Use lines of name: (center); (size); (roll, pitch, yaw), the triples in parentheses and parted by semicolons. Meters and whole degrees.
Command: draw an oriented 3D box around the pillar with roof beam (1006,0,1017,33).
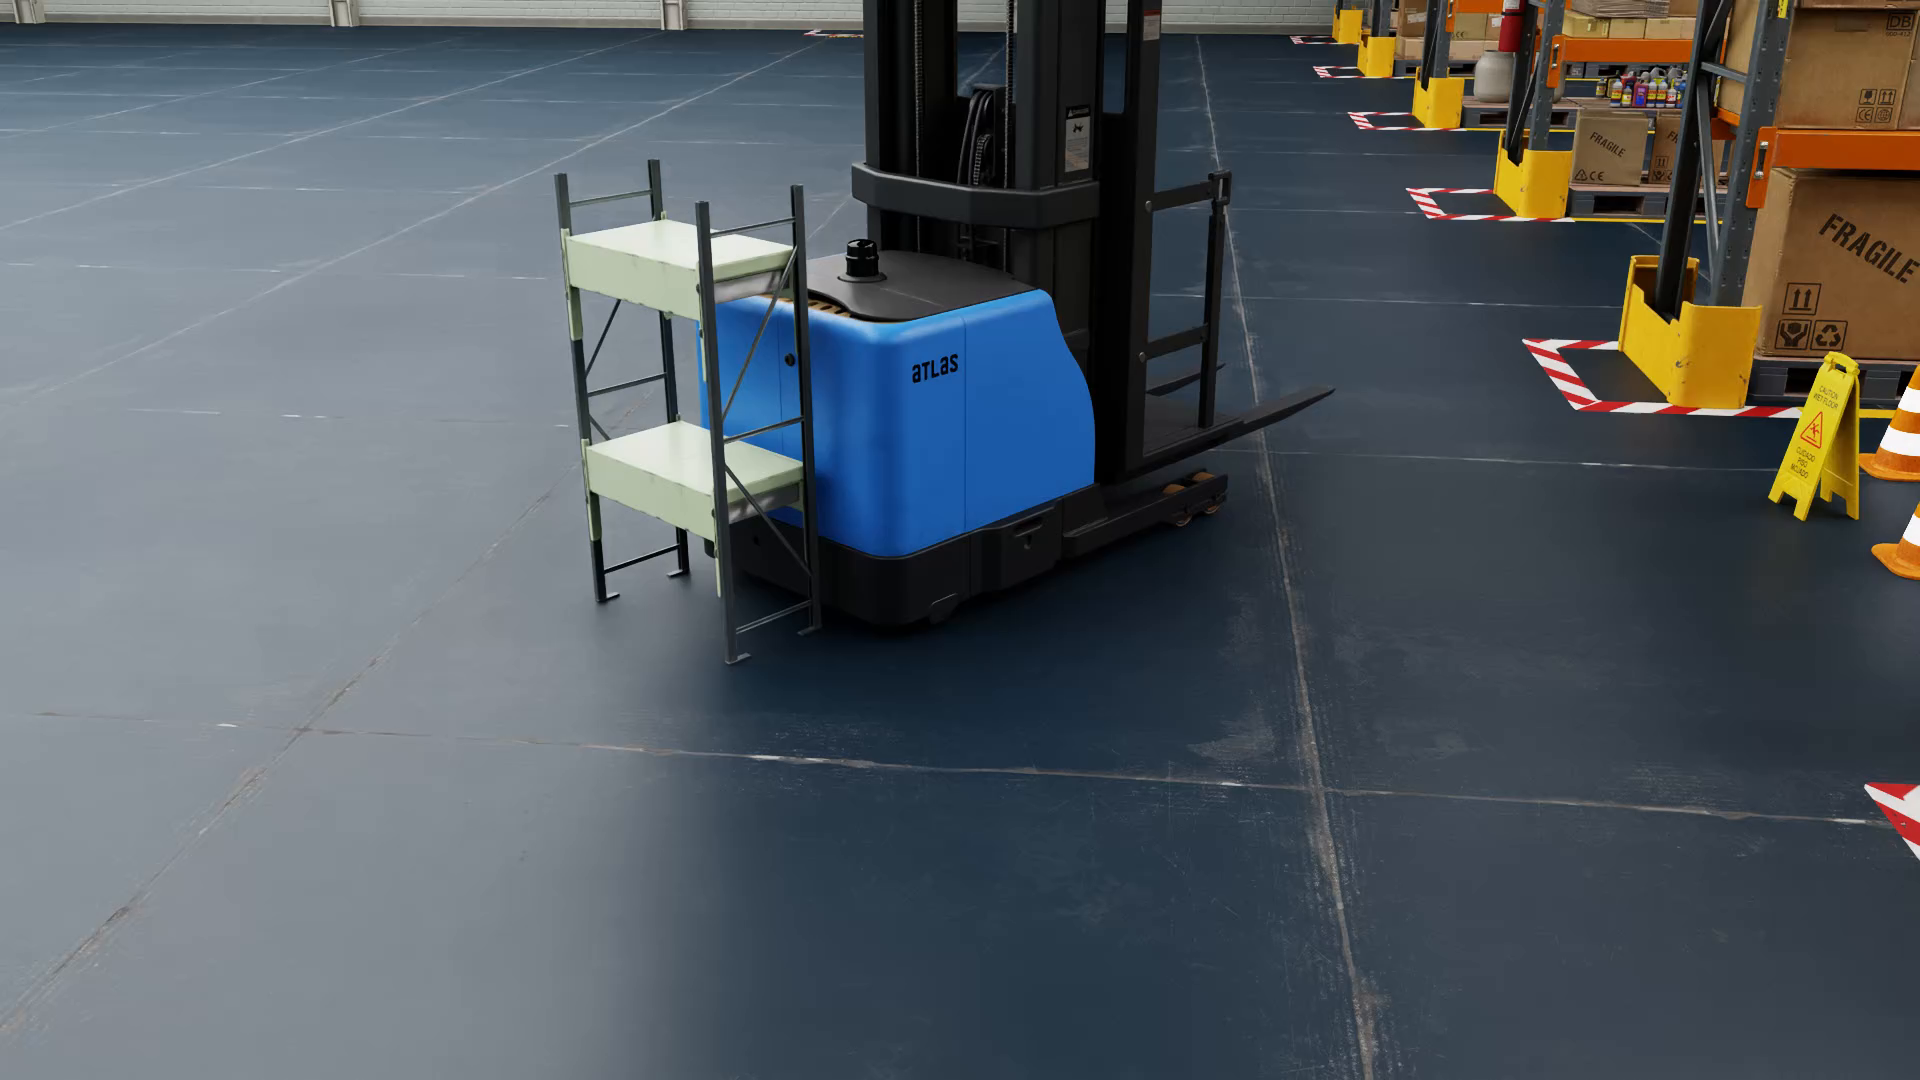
pillar with roof beam: (0.492, -11.238, 22.625); (0.400, 9.000, 9.100); (2, 22, 6)

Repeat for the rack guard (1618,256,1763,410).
rack guard: (3.703, -1.081, 8.495); (0.348, 0.500, 1.175); (2, 22, 6)

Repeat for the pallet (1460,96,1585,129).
pallet: (5.881, -4.537, 17.630); (1.213, 0.211, 1.003); (2, 22, 6)

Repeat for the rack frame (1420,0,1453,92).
rack frame: (4.994, -5.857, 17.176); (0.127, 3.000, 1.000); (2, 22, 6)

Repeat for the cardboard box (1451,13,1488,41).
cardboard box: (9.523, -6.671, 21.382); (6.424, 0.500, 0.536); (2, 22, 6)

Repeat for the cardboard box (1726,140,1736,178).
cardboard box: (6.247, -3.001, 12.781); (0.500, 0.500, 0.500); (5, 22, 11)

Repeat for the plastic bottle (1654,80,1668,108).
plastic bottle: (7.198, -4.582, 17.062); (0.097, 0.271, 0.097); (0, 22, 0)

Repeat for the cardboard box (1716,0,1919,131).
cardboard box: (4.101, -2.313, 8.006); (0.550, 0.550, 0.875); (2, 22, 6)

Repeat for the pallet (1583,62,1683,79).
pallet: (8.768, -6.246, 21.951); (1.213, 0.211, 1.003); (2, 22, 6)

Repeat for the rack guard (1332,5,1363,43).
rack guard: (6.236, -8.309, 26.776); (0.348, 0.500, 1.175); (2, 22, 6)

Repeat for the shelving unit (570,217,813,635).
shelving unit: (-0.883, -0.436, 5.496); (0.731, 1.308, 0.431); (20, 29, 40)

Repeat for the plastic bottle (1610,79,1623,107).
plastic bottle: (6.758, -4.601, 17.110); (0.097, 0.271, 0.097); (0, 22, 0)

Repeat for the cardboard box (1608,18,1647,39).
cardboard box: (4.912, -3.815, 12.352); (0.250, 0.149, 0.380); (2, 22, 6)

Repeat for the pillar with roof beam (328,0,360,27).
pillar with roof beam: (-11.424, -11.757, 23.939); (0.400, 9.000, 9.100); (2, 22, 6)

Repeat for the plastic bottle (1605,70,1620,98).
plastic bottle: (6.988, -4.881, 17.802); (0.133, 0.283, 0.061); (3, 22, 8)

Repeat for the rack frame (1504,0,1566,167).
rack frame: (4.411, -4.049, 12.602); (0.127, 3.000, 1.000); (2, 22, 6)

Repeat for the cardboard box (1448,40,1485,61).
cardboard box: (6.584, -6.458, 21.863); (0.500, 0.250, 0.500); (2, 22, 6)

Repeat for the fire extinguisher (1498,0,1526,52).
fire extinguisher: (4.352, -4.186, 13.054); (0.183, 0.674, 0.296); (2, 22, 6)

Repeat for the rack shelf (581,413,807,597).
rack shelf: (-0.884, -0.135, 5.622); (0.720, 0.370, 0.431); (20, 29, 40)

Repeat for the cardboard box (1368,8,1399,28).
cardboard box: (6.837, -8.366, 26.580); (0.500, 0.311, 0.500); (0, 22, 0)

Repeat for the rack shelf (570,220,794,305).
rack shelf: (-0.890, -0.890, 5.317); (0.686, 0.124, 0.368); (20, 29, 40)

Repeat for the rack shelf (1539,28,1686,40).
rack shelf: (6.397, -3.752, 12.466); (3.809, 0.052, 0.919); (2, 22, 6)

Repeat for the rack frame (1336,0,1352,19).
rack frame: (5.579, -8.976, 21.245); (0.127, 5.808, 10.885); (2, 22, 6)

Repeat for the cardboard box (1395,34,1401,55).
cardboard box: (6.148, -6.667, 22.392); (0.500, 0.250, 0.500); (2, 22, 6)

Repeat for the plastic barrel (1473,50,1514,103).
plastic barrel: (5.657, -4.895, 17.555); (0.421, 0.512, 0.421); (0, 22, 0)

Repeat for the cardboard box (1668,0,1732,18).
cardboard box: (5.465, -4.222, 12.499); (0.500, 0.500, 0.875); (2, 22, 6)

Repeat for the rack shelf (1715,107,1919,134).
rack shelf: (5.713, -1.946, 7.897); (3.809, 0.052, 0.919); (2, 22, 6)

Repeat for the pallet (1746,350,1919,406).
pallet: (4.531, -0.940, 8.530); (1.213, 0.211, 1.003); (2, 22, 6)

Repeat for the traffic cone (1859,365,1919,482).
traffic cone: (4.088, -0.521, 7.129); (0.334, 0.463, 0.336); (2, 22, 6)

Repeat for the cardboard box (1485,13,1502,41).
cardboard box: (7.082, -6.789, 21.680); (0.500, 0.500, 0.500); (2, 22, 6)

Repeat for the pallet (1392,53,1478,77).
pallet: (6.345, -6.351, 22.218); (1.213, 0.211, 1.003); (2, 22, 6)

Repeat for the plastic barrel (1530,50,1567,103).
plastic barrel: (6.155, -4.874, 17.500); (0.421, 0.512, 0.421); (0, 22, 0)

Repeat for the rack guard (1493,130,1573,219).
rack guard: (4.487, -2.883, 13.053); (0.348, 0.500, 1.175); (2, 22, 6)

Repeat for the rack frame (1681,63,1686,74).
rack frame: (9.553, -7.493, 21.312); (0.127, 3.000, 1.000); (2, 22, 6)

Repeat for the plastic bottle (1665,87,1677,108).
plastic bottle: (7.296, -4.545, 17.064); (0.097, 0.201, 0.097); (0, 22, 0)

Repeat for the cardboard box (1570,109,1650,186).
cardboard box: (5.029, -3.049, 12.900); (0.500, 0.500, 0.500); (7, 23, 16)

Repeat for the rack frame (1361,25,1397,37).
rack frame: (7.038, -8.126, 26.708); (1.213, 0.211, 1.003); (2, 22, 6)

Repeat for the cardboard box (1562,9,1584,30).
cardboard box: (4.719, -3.995, 12.807); (0.250, 0.149, 0.380); (2, 22, 6)

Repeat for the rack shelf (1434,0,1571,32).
rack shelf: (6.980, -5.436, 17.089); (4.000, 0.370, 1.077); (2, 22, 6)

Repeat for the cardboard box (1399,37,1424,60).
cardboard box: (6.087, -6.478, 21.914); (0.500, 0.250, 0.500); (2, 22, 6)

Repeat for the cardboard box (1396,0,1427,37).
cardboard box: (6.148, -7.017, 22.256); (0.500, 0.500, 0.500); (2, 22, 6)

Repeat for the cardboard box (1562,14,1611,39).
cardboard box: (4.666, -3.833, 12.397); (0.250, 0.149, 0.380); (2, 22, 6)

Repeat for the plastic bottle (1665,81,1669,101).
plastic bottle: (7.449, -4.763, 17.615); (0.097, 0.201, 0.097); (0, 22, 0)

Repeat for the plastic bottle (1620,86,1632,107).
plastic bottle: (6.861, -4.564, 17.112); (0.097, 0.201, 0.097); (0, 22, 0)

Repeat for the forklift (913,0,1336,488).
forklift: (0.437, -1.530, 6.324); (1.121, 2.935, 3.031); (19, 29, 40)

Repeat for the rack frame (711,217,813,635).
rack frame: (-0.624, -0.344, 5.263); (0.010, 1.308, 0.380); (20, 29, 40)

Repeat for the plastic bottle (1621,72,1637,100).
plastic bottle: (7.105, -4.820, 17.647); (0.133, 0.283, 0.061); (2, 22, 6)

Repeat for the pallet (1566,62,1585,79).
pallet: (7.553, -6.298, 22.082); (1.213, 0.211, 1.003); (2, 22, 6)

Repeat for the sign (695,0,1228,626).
sign: (0.035, -1.328, 5.955); (2.025, 2.768, 2.177); (2, 22, 6)

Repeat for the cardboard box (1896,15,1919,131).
cardboard box: (4.650, -2.297, 7.966); (0.550, 0.550, 0.875); (2, 22, 6)

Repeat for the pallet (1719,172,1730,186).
pallet: (6.498, -2.647, 12.849); (1.213, 0.211, 1.003); (2, 22, 6)

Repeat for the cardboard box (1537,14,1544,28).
cardboard box: (7.577, -6.761, 21.610); (0.500, 0.500, 0.500); (2, 22, 6)

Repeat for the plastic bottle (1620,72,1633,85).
plastic bottle: (7.117, -4.855, 17.747); (0.135, 0.276, 0.152); (3, 22, 7)

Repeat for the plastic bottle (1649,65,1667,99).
plastic bottle: (7.419, -4.878, 17.703); (0.185, 0.351, 0.144); (3, 22, 9)

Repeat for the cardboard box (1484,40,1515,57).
cardboard box: (7.081, -6.436, 21.808); (0.500, 0.250, 0.500); (2, 22, 6)

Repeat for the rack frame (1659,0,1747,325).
rack frame: (3.728, -2.244, 8.035); (0.053, 2.616, 0.949); (2, 22, 6)

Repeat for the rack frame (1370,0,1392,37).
rack frame: (5.581, -7.666, 21.750); (0.127, 3.000, 1.000); (2, 22, 6)
